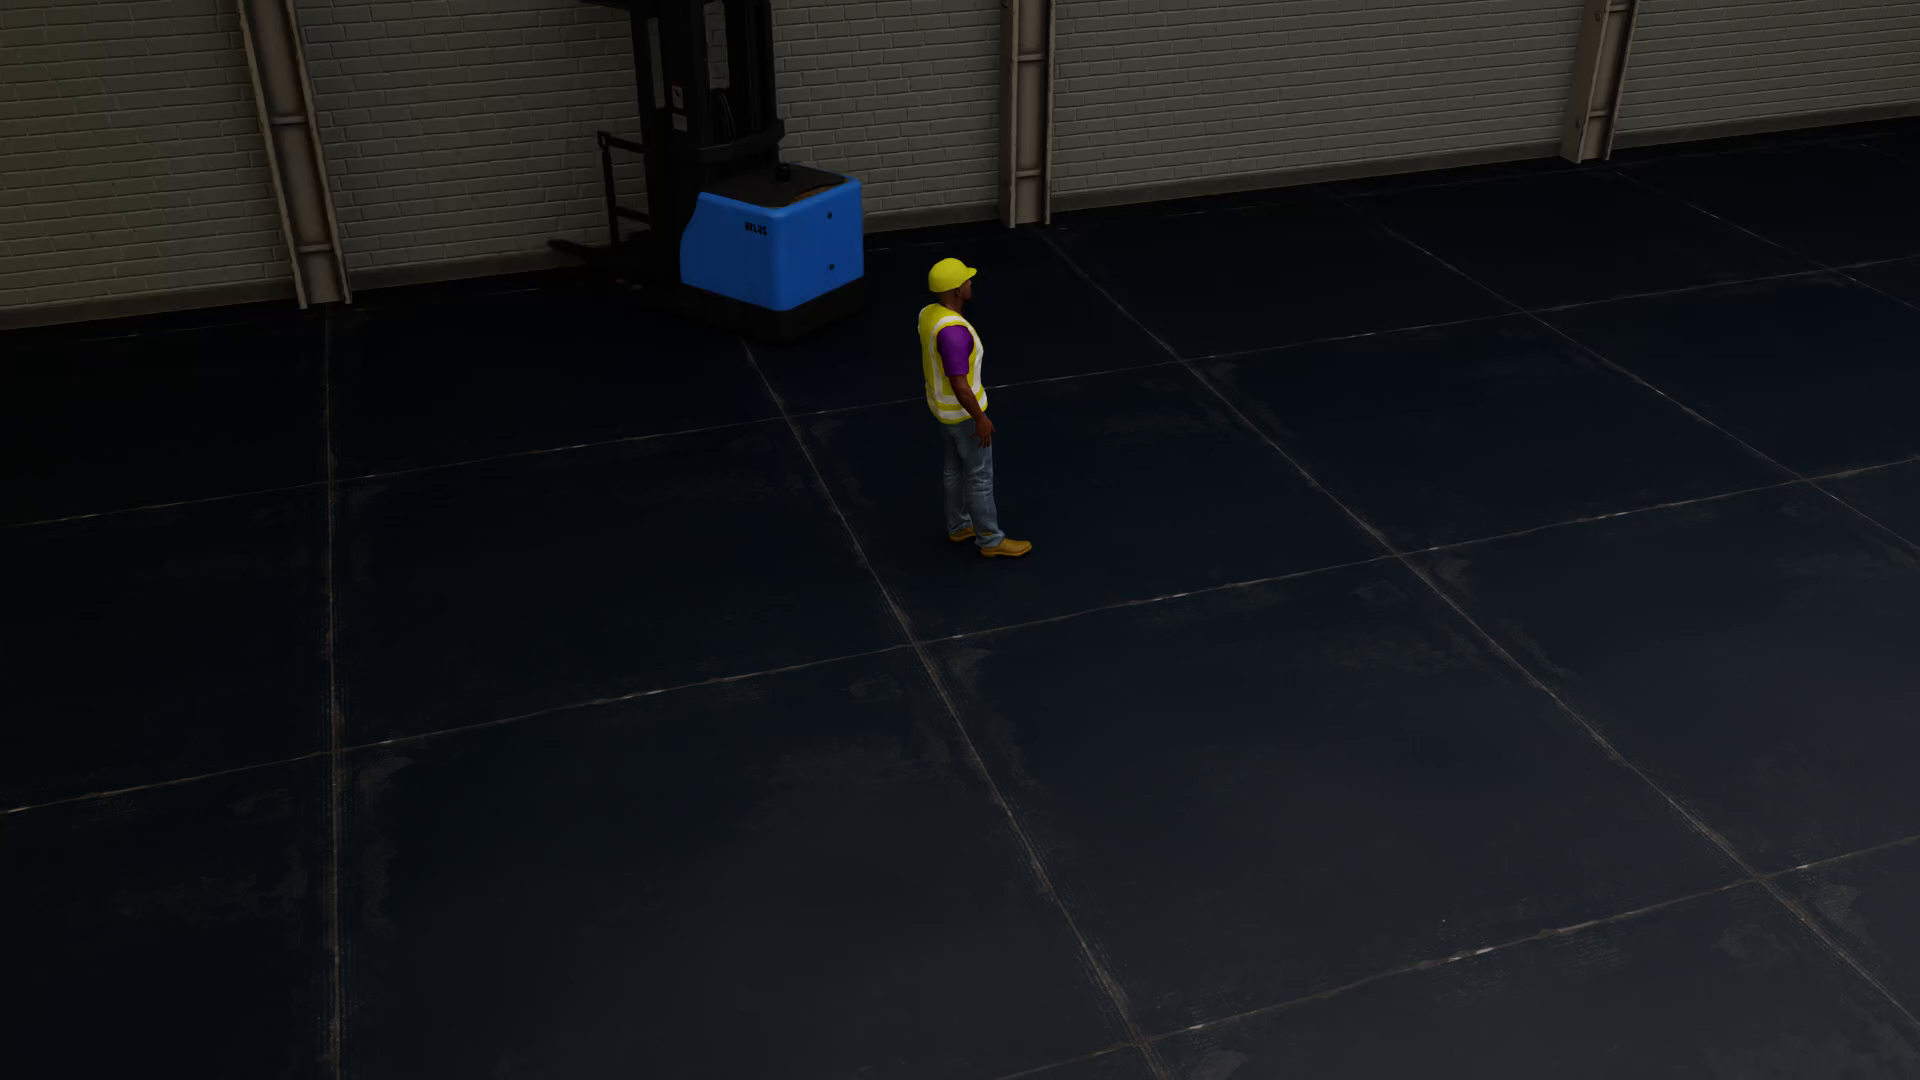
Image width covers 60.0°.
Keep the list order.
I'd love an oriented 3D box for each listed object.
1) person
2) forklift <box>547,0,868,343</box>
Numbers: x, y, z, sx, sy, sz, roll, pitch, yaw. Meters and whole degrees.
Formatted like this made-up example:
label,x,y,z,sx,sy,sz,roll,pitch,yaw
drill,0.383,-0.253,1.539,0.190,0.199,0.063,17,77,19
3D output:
label,x,y,z,sx,sy,sz,roll,pitch,yaw
person,0.068,-0.780,9.596,0.577,1.765,0.665,-10,31,-16
forklift,-2.218,-3.333,12.879,3.031,2.935,1.130,20,36,31
